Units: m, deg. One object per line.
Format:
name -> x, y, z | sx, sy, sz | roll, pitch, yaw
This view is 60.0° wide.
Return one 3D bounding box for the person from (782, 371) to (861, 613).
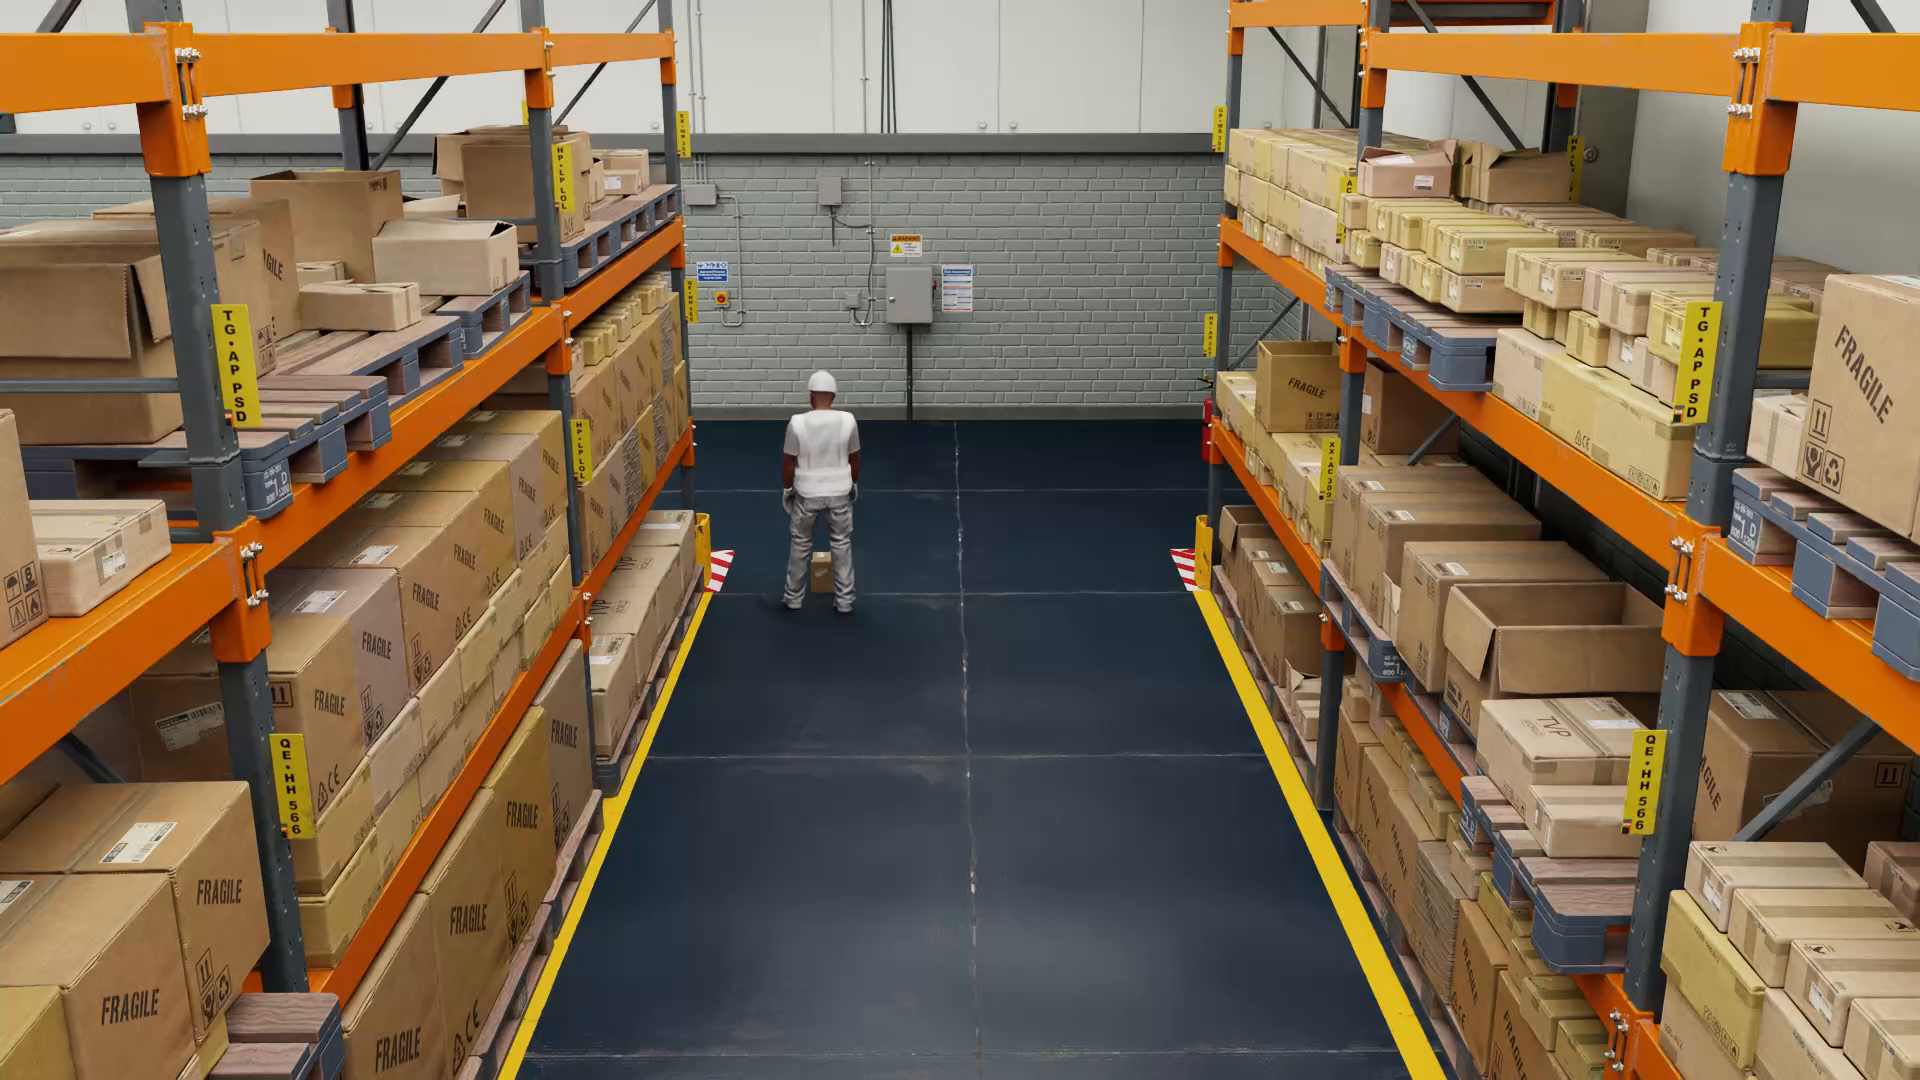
person -> -1.019, -0.354, 12.157 | 0.581, 1.796, 0.487 | -3, 17, -10
